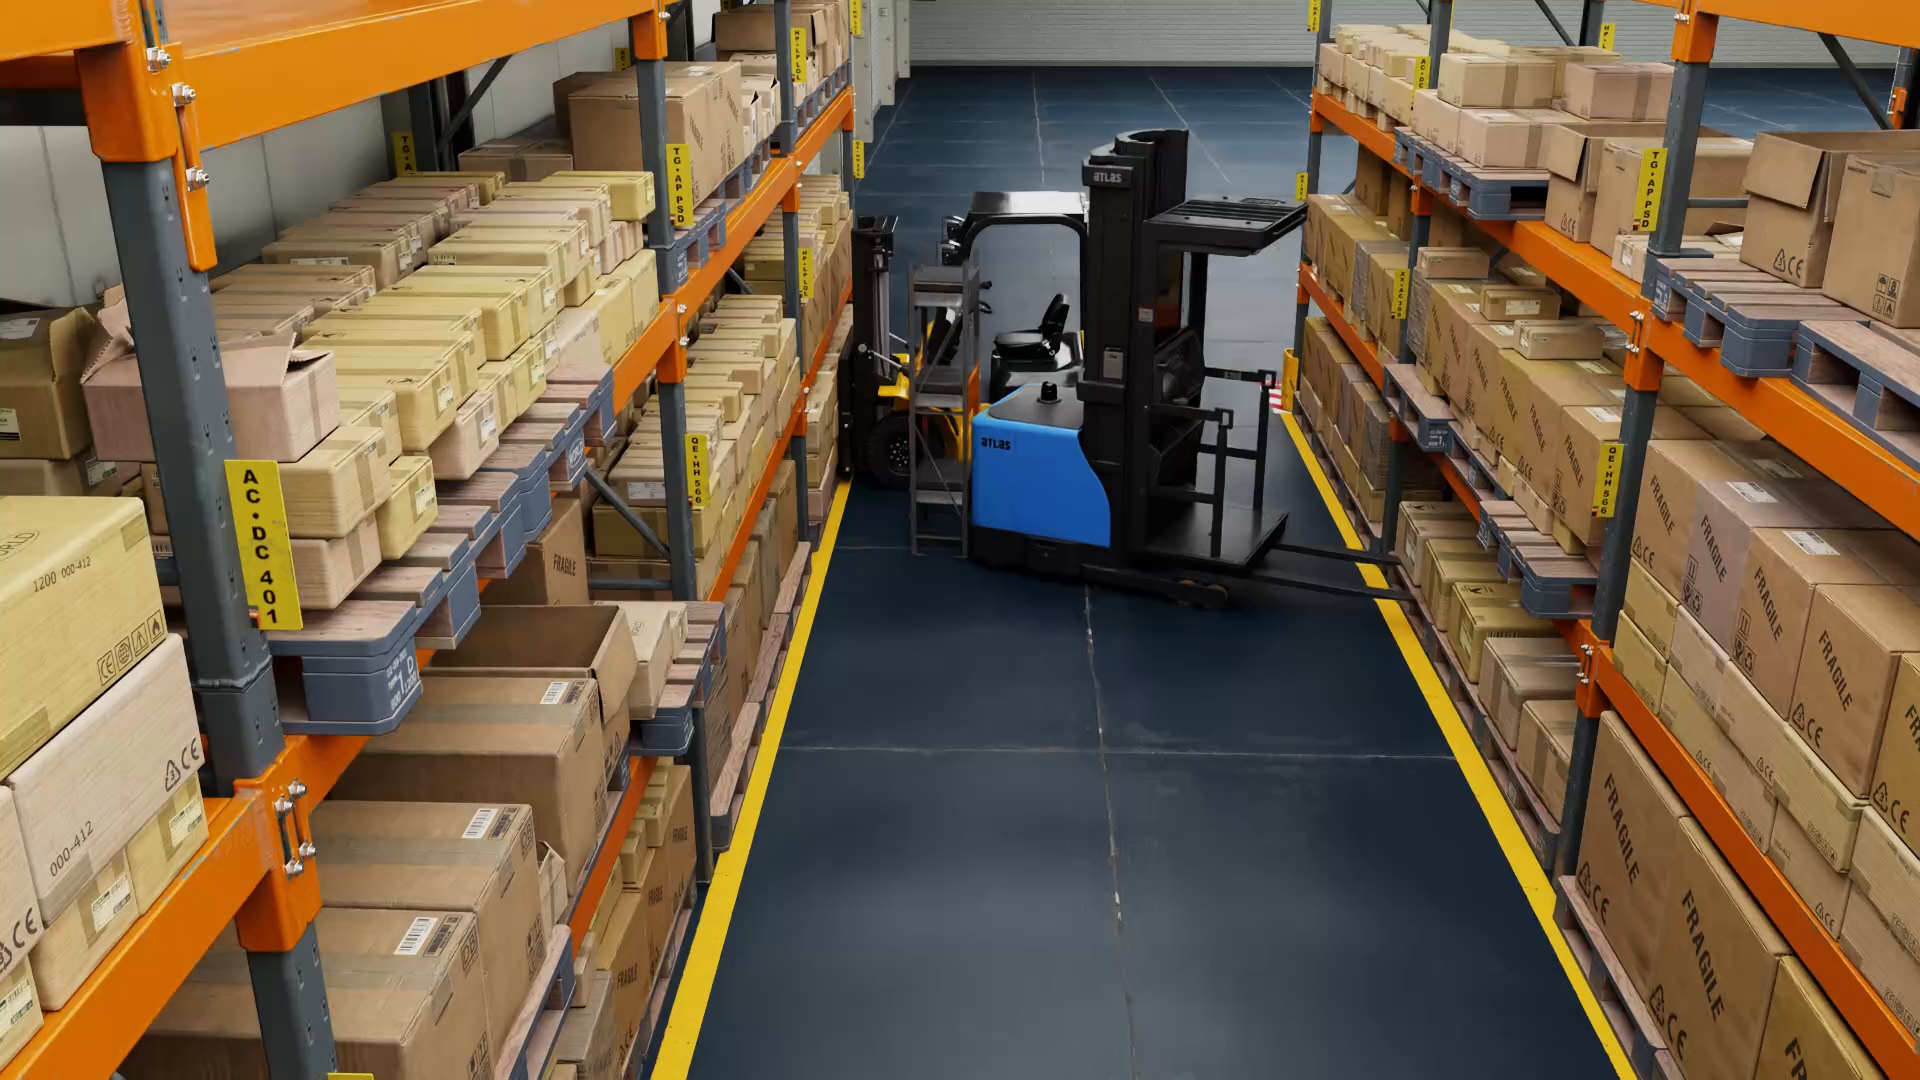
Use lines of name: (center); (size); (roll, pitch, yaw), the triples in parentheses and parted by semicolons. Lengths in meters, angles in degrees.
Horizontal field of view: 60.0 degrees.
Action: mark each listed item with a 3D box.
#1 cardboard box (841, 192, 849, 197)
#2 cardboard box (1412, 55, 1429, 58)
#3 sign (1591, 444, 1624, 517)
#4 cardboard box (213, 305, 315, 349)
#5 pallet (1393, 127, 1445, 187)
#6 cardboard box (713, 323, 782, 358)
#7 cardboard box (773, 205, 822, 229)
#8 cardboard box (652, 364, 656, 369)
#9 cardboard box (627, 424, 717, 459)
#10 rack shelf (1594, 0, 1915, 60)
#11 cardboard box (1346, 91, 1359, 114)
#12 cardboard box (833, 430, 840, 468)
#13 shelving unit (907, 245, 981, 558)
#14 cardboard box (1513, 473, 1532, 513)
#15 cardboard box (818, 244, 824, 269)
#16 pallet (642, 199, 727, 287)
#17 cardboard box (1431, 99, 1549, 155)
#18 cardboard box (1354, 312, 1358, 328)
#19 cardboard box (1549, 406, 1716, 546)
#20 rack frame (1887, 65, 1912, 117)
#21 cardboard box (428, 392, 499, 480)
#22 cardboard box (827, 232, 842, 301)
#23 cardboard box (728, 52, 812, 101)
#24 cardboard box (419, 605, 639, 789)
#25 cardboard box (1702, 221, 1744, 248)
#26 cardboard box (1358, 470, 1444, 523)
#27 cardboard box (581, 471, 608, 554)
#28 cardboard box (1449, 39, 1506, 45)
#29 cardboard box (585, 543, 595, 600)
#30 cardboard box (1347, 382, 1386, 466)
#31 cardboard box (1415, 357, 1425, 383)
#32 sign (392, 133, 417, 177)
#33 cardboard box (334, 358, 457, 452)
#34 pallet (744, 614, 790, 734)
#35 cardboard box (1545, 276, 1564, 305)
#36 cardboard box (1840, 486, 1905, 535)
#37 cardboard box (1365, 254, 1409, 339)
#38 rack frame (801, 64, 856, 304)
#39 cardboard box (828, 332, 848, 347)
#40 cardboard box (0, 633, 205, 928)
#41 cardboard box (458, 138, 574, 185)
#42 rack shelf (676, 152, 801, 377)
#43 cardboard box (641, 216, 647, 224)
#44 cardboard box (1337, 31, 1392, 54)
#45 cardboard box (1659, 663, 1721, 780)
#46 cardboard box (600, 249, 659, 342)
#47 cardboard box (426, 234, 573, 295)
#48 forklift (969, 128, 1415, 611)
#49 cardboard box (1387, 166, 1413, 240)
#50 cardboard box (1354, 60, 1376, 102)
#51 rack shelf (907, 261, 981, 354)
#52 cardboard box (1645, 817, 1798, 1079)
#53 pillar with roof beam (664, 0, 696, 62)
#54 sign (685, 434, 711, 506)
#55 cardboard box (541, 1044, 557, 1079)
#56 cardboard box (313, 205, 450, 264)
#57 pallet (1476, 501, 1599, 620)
cardboard box: (-1.163, -2.912, 14.351); (0.380, 0.149, 0.250); (1, 21, 2)
cardboard box: (3.227, -3.149, 11.097); (0.380, 0.149, 0.250); (1, 21, 3)
sign: (2.743, -0.251, 7.037); (0.100, 0.325, 0.005); (1, 21, 2)
cardboard box: (-1.870, -0.497, 4.233); (0.380, 0.149, 0.250); (0, 21, 0)
pallet: (3.282, -2.280, 9.872); (1.213, 0.211, 1.003); (1, 21, 2)
cardboard box: (-1.268, -1.190, 9.914); (0.380, 0.149, 0.250); (0, 21, 0)
cardboard box: (-1.273, -2.492, 12.859); (0.380, 0.149, 0.250); (1, 21, 2)
cardboard box: (-1.872, -0.918, 9.214); (0.380, 0.149, 0.250); (1, 21, 2)
cardboard box: (-1.383, -0.449, 8.005); (0.380, 0.149, 0.250); (1, 21, 3)
rack shelf: (3.347, -2.743, 8.206); (1.077, 0.370, 4.000); (1, 21, 2)
cardboard box: (3.159, -3.335, 12.679); (0.380, 0.149, 0.250); (1, 21, 2)
cardboard box: (-1.208, -0.700, 12.906); (0.500, 0.250, 0.500); (1, 21, 3)
shelving unit: (-0.105, -0.951, 11.576); (0.431, 2.100, 0.503); (3, 21, 9)
cardboard box: (2.975, -0.225, 8.229); (0.380, 0.149, 0.250); (0, 21, -1)
cardboard box: (-1.204, -2.077, 12.201); (0.380, 0.149, 0.250); (0, 21, 1)
pallet: (-1.744, -1.355, 7.489); (1.213, 0.211, 1.003); (2, 21, 4)
cardboard box: (2.974, -2.325, 9.356); (0.500, 0.250, 0.500); (0, 21, 1)
cardboard box: (3.178, -1.653, 12.491); (0.380, 0.149, 0.250); (0, 21, 1)
cardboard box: (3.022, -0.294, 7.509); (0.500, 0.500, 0.500); (0, 21, 0)
rack frame: (8.480, -2.620, 14.634); (1.000, 3.000, 0.127); (1, 21, 2)
cardboard box: (-1.345, -0.256, 4.024); (0.380, 0.149, 0.250); (1, 21, 2)
cardboard box: (-1.225, -2.184, 13.373); (0.500, 0.500, 0.500); (0, 21, 1)
cardboard box: (-1.285, -3.142, 11.238); (0.500, 0.311, 0.500); (1, 21, 3)
cardboard box: (-1.541, 0.550, 5.742); (0.797, 0.503, 0.637); (0, 21, 0)
cardboard box: (3.473, -1.285, 7.234); (0.396, 0.266, 0.258); (1, 21, 2)
cardboard box: (3.157, -0.322, 11.933); (0.500, 0.250, 0.500); (2, 21, 4)
cardboard box: (-1.940, -0.127, 7.726); (0.500, 0.250, 0.500); (1, 21, 3)
cardboard box: (3.801, -3.610, 12.285); (0.380, 0.149, 0.250); (1, 21, 3)
cardboard box: (-1.918, 0.106, 7.816); (0.500, 0.250, 0.500); (0, 21, 0)
cardboard box: (3.171, -0.856, 12.272); (0.500, 0.500, 0.500); (1, 21, 3)
cardboard box: (3.075, -1.074, 10.416); (0.380, 0.149, 0.250); (1, 21, 2)
sign: (-2.230, -1.484, 6.736); (0.100, 0.325, 0.005); (1, 21, 2)
cardboard box: (-1.363, -0.306, 3.742); (0.380, 0.149, 0.250); (0, 21, 1)
pallet: (-1.572, 0.764, 9.767); (1.003, 0.211, 1.213); (1, 21, 2)
cardboard box: (3.611, -1.456, 9.609); (0.380, 0.149, 0.250); (0, 21, 0)
cardboard box: (3.524, 0.117, 6.059); (0.500, 0.500, 0.500); (1, 21, 3)
cardboard box: (3.181, -1.726, 11.782); (0.500, 0.500, 0.500); (1, 21, 3)
rack frame: (-1.432, -2.691, 14.818); (1.000, 3.000, 0.127); (1, 21, 2)
cardboard box: (-1.150, -1.534, 13.674); (0.500, 0.250, 0.500); (1, 21, 2)
cardboard box: (-1.562, 0.358, 2.609); (0.500, 0.250, 0.500); (1, 21, 2)
cardboard box: (-1.910, -1.634, 7.436); (0.500, 0.250, 0.500); (1, 21, 2)
rack shelf: (-1.615, -1.585, 8.814); (1.077, 0.370, 4.000); (1, 21, 2)
cardboard box: (-1.362, -1.453, 7.085); (0.380, 0.166, 0.250); (1, 21, 2)
cardboard box: (3.171, -3.894, 13.015); (0.380, 0.149, 0.250); (1, 21, 1)
cardboard box: (3.021, 0.685, 6.325); (0.500, 0.250, 0.500); (0, 21, 0)
cardboard box: (-1.449, -0.939, 6.362); (0.500, 0.250, 0.500); (0, 21, 0)
cardboard box: (-1.430, -0.855, 5.184); (0.380, 0.149, 0.250); (1, 21, 2)
forklift: (1.621, -1.125, 10.877); (3.031, 2.935, 1.130); (10, 23, 24)
cardboard box: (3.642, -2.555, 12.535); (0.700, 0.500, 0.500); (1, 21, 1)
cardboard box: (3.196, -3.372, 12.222); (0.500, 0.250, 0.500); (1, 21, 3)
rack shelf: (-0.105, -1.591, 11.328); (0.431, 0.518, 0.480); (3, 21, 9)
cardboard box: (3.150, 1.621, 6.062); (0.875, 0.875, 0.875); (1, 21, 2)
pillar with roof beam: (1.948, -5.199, 12.987); (9.100, 9.000, 0.400); (1, 21, 2)
sign: (-1.133, -0.299, 7.161); (0.100, 0.325, 0.005); (1, 21, 2)
cardboard box: (-1.544, 1.715, 5.439); (0.380, 0.149, 0.250); (1, 21, 4)
cardboard box: (-1.966, -1.043, 5.669); (0.380, 0.149, 0.250); (1, 21, 3)
pallet: (3.201, 0.085, 7.927); (1.213, 0.211, 1.003); (1, 21, 2)
